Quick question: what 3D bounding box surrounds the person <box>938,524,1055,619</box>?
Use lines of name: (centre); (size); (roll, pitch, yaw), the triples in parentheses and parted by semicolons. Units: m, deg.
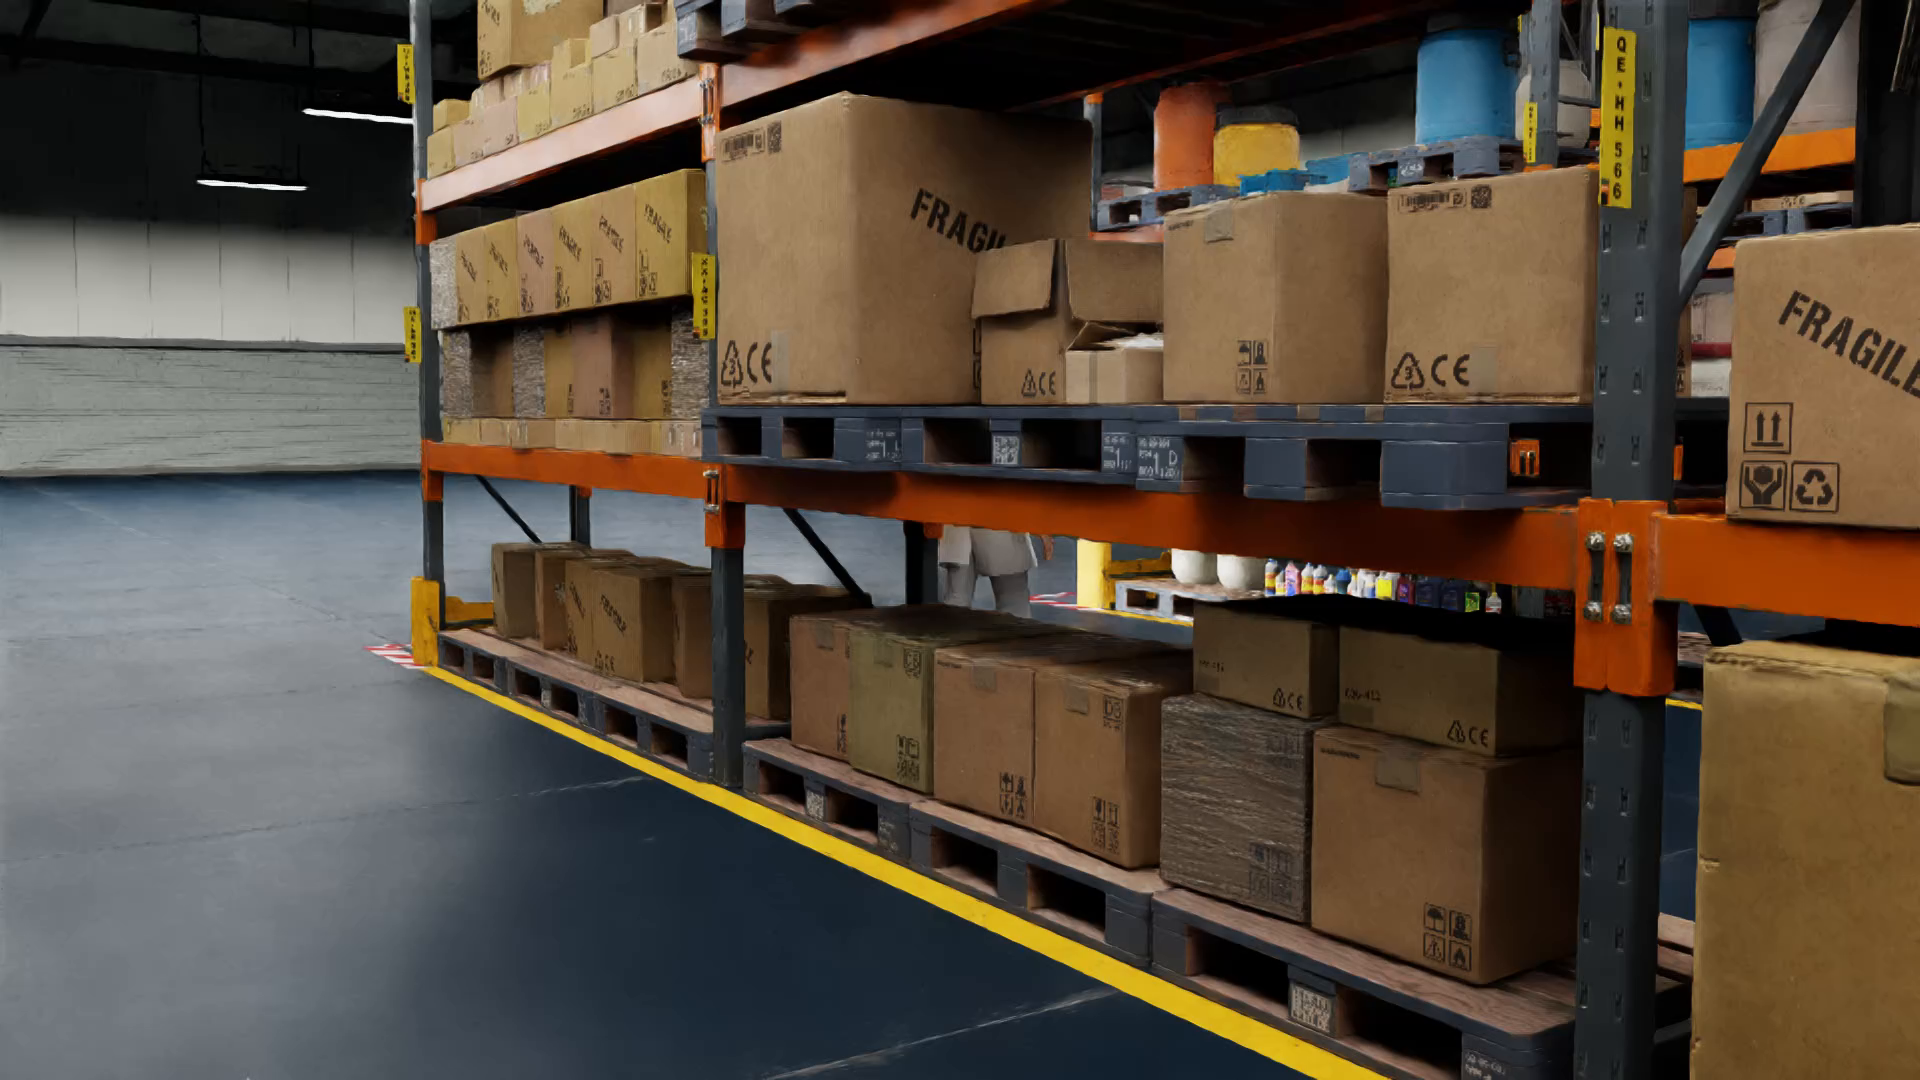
person: (0.179, -0.066, 8.461); (0.716, 1.773, 0.688); (3, 5, 32)
